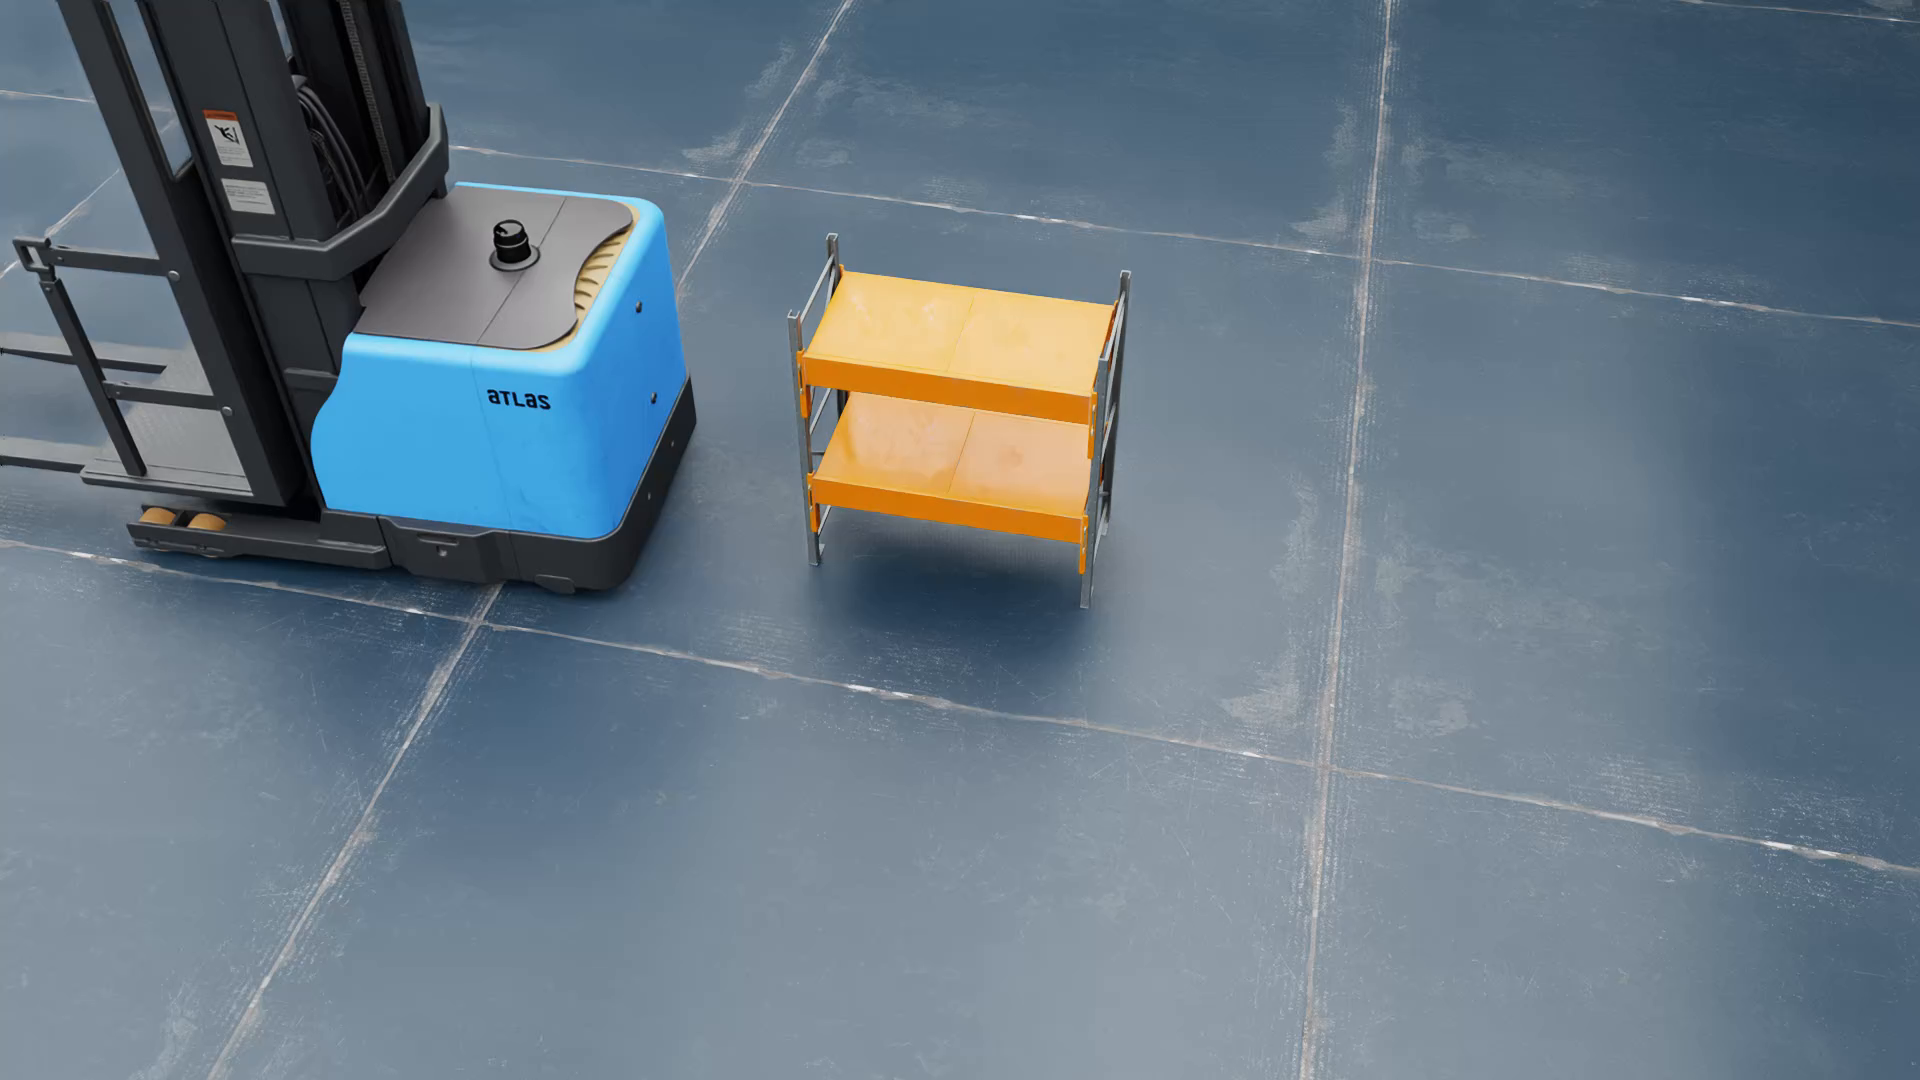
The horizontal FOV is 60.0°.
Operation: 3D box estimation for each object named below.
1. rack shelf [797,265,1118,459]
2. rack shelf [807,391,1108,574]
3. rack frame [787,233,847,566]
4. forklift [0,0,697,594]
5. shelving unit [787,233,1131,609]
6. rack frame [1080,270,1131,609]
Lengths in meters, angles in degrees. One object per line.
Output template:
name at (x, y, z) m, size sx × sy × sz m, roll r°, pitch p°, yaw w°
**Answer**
rack shelf at (0.007, -0.615, 5.656) m, size 1.000 × 0.278 × 0.538 m, roll 9°, pitch 45°, yaw 9°
rack shelf at (0.007, -0.228, 6.028) m, size 1.000 × 0.278 × 0.538 m, roll 9°, pitch 45°, yaw 9°
rack frame at (-0.489, -0.481, 5.939) m, size 0.032 × 1.125 × 0.500 m, roll 9°, pitch 45°, yaw 9°
forklift at (-2.614, -1.345, 5.534) m, size 3.031 × 2.935 × 1.130 m, roll 7°, pitch 44°, yaw 7°
shelving unit at (0.007, -0.404, 5.859) m, size 1.048 × 1.125 × 0.538 m, roll 9°, pitch 45°, yaw 9°
rack frame at (0.503, -0.327, 5.779) m, size 0.032 × 1.125 × 0.500 m, roll 9°, pitch 45°, yaw 9°
